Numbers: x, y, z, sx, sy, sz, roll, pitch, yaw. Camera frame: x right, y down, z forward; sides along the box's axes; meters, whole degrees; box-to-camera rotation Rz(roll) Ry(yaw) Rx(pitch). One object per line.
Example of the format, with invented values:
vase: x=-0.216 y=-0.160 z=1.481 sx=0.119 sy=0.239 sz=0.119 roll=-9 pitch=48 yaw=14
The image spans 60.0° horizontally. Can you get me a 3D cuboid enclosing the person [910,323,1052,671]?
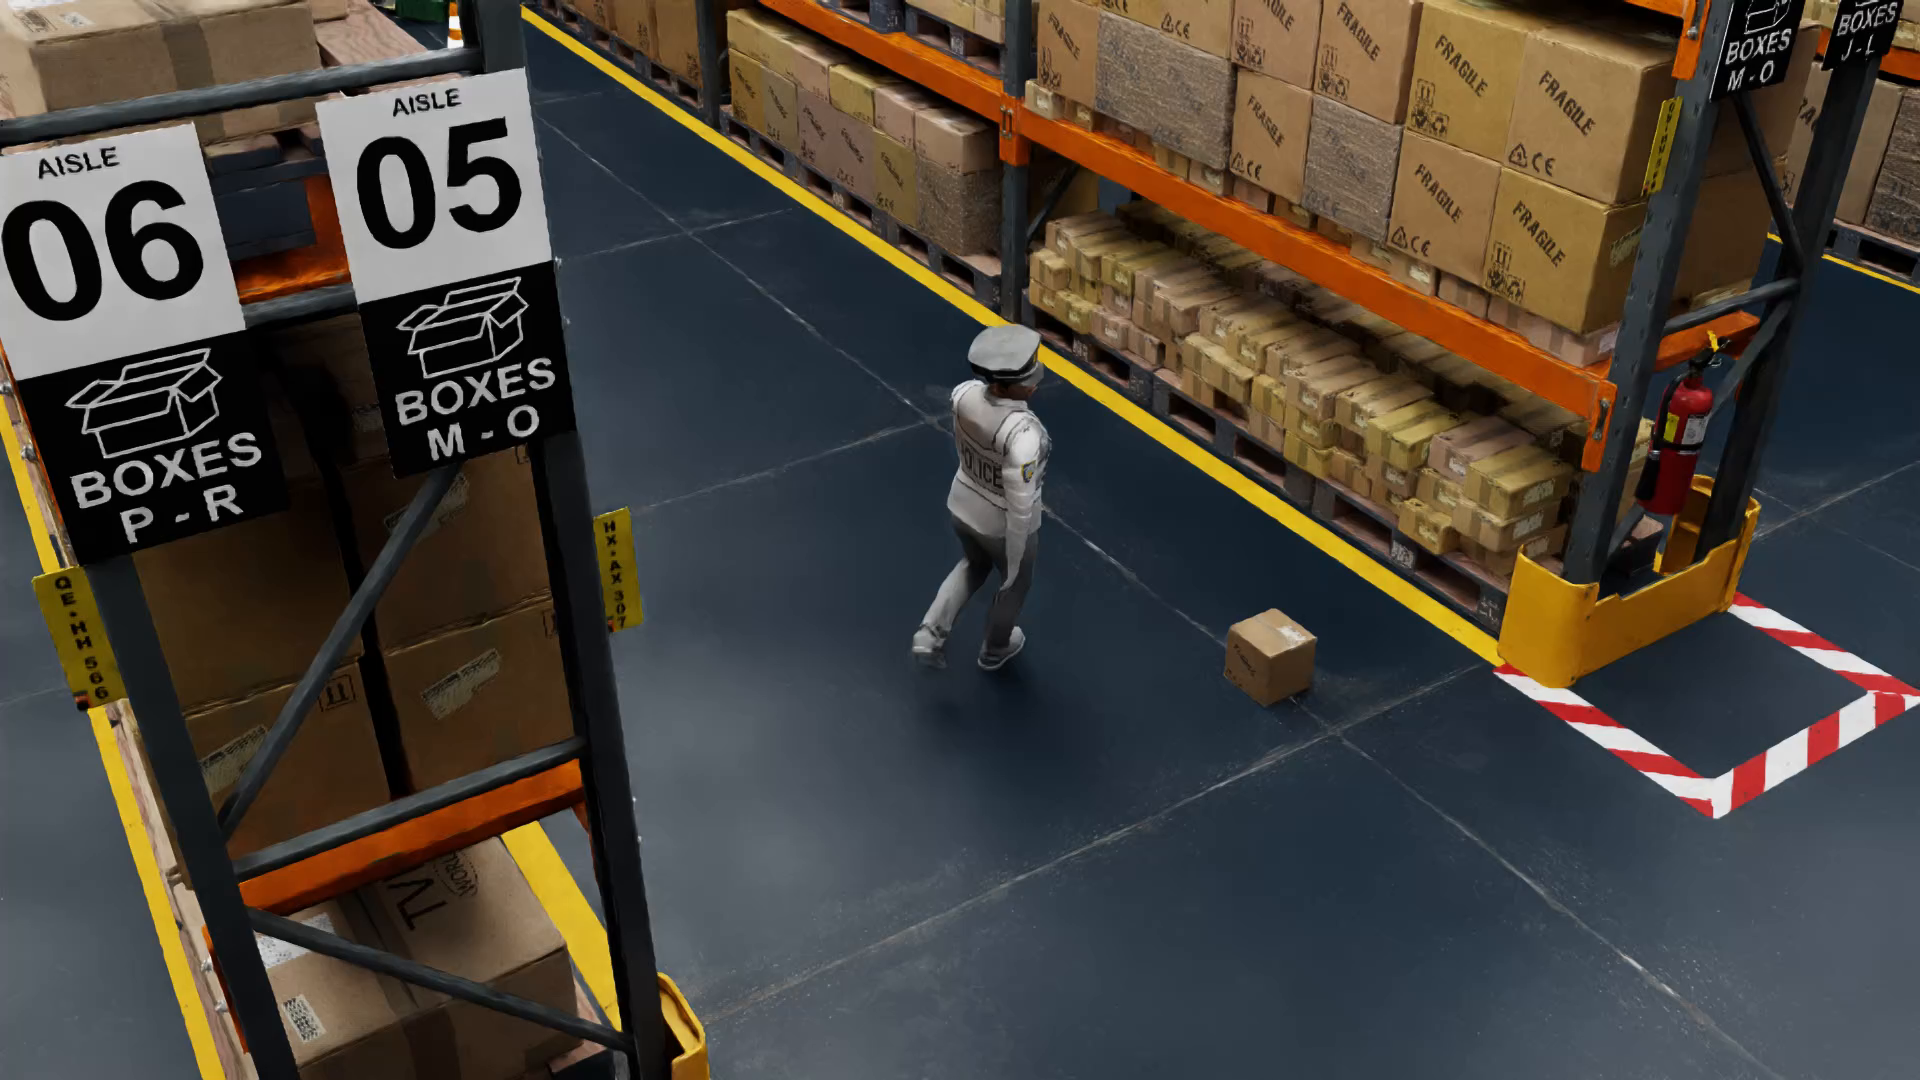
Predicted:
person: x=0.136 y=-0.083 z=6.293 sx=0.659 sy=1.623 sz=0.520 roll=-28 pitch=42 yaw=-36
